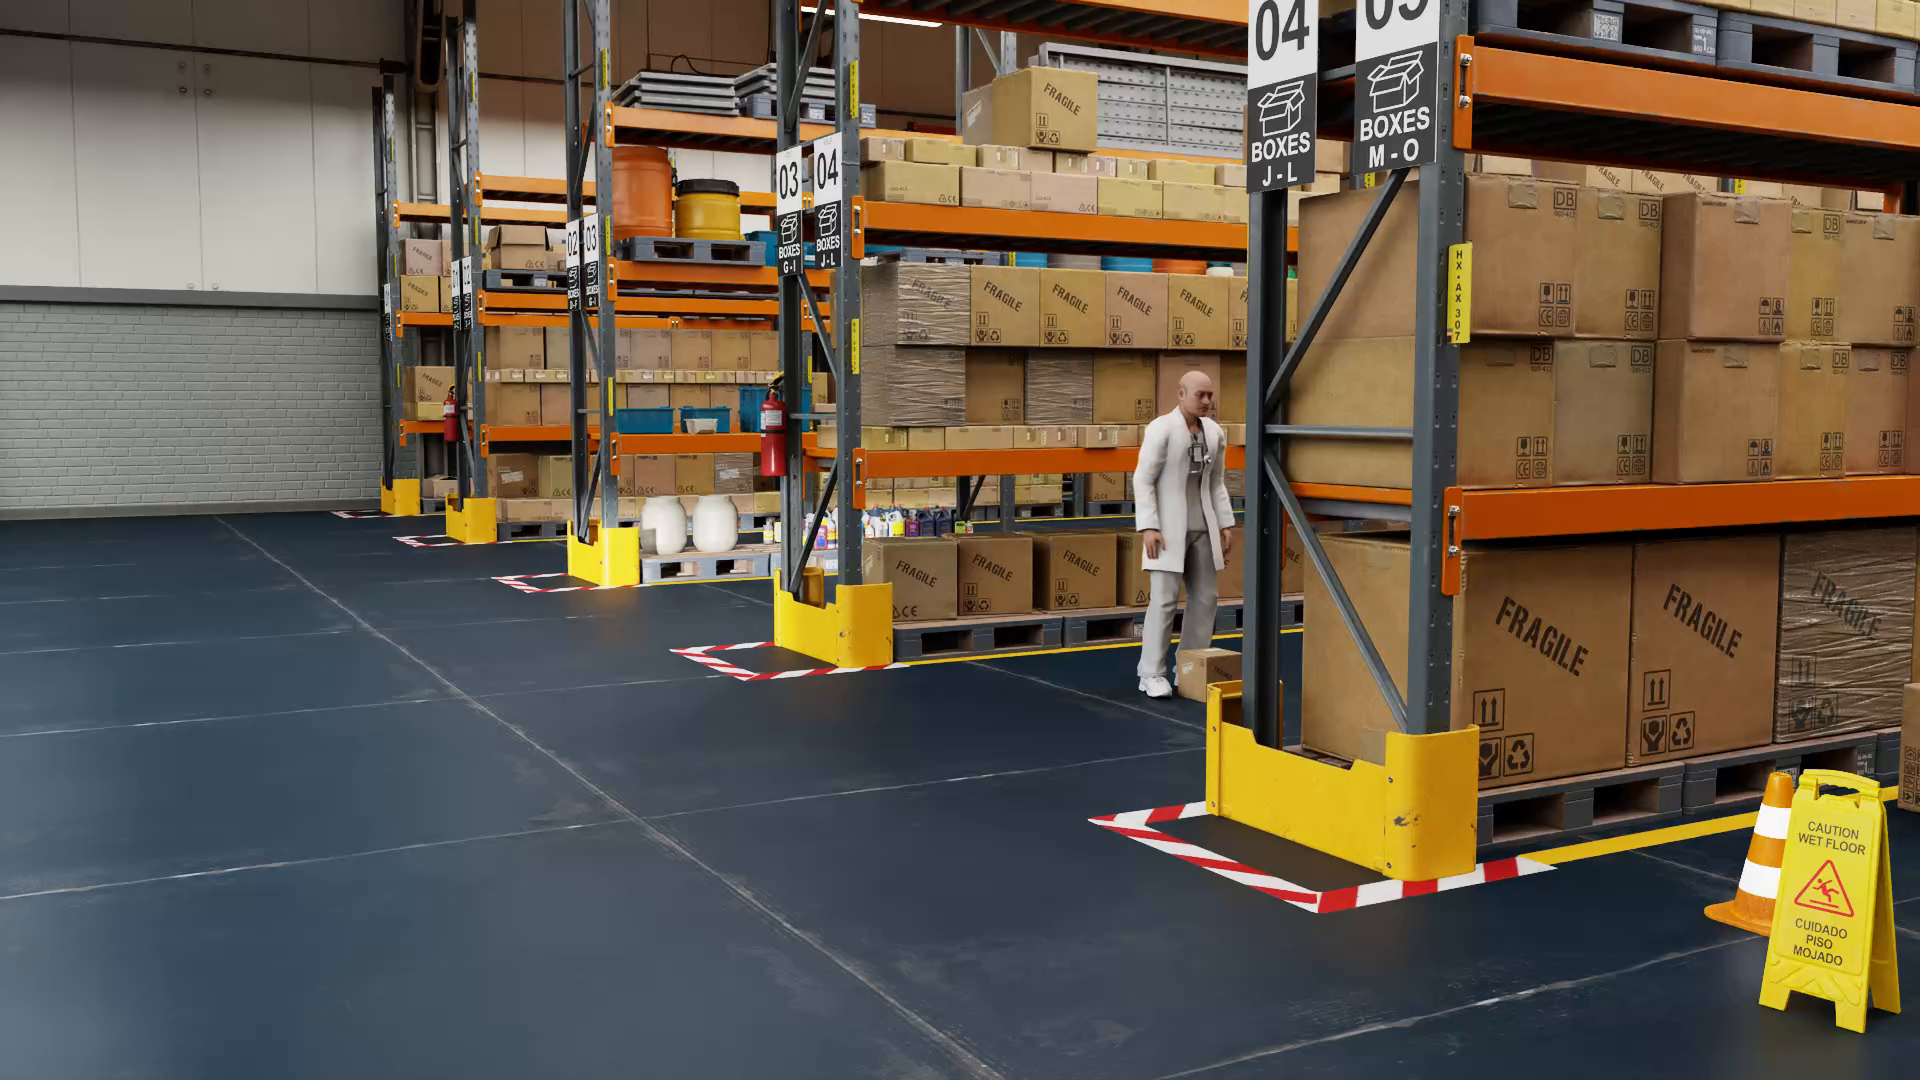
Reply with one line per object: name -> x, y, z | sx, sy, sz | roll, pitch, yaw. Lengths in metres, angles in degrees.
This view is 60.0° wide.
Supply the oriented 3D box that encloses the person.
person -> 1.245, -0.044, 9.199 | 0.656, 1.774, 0.417 | -3, 6, -30
